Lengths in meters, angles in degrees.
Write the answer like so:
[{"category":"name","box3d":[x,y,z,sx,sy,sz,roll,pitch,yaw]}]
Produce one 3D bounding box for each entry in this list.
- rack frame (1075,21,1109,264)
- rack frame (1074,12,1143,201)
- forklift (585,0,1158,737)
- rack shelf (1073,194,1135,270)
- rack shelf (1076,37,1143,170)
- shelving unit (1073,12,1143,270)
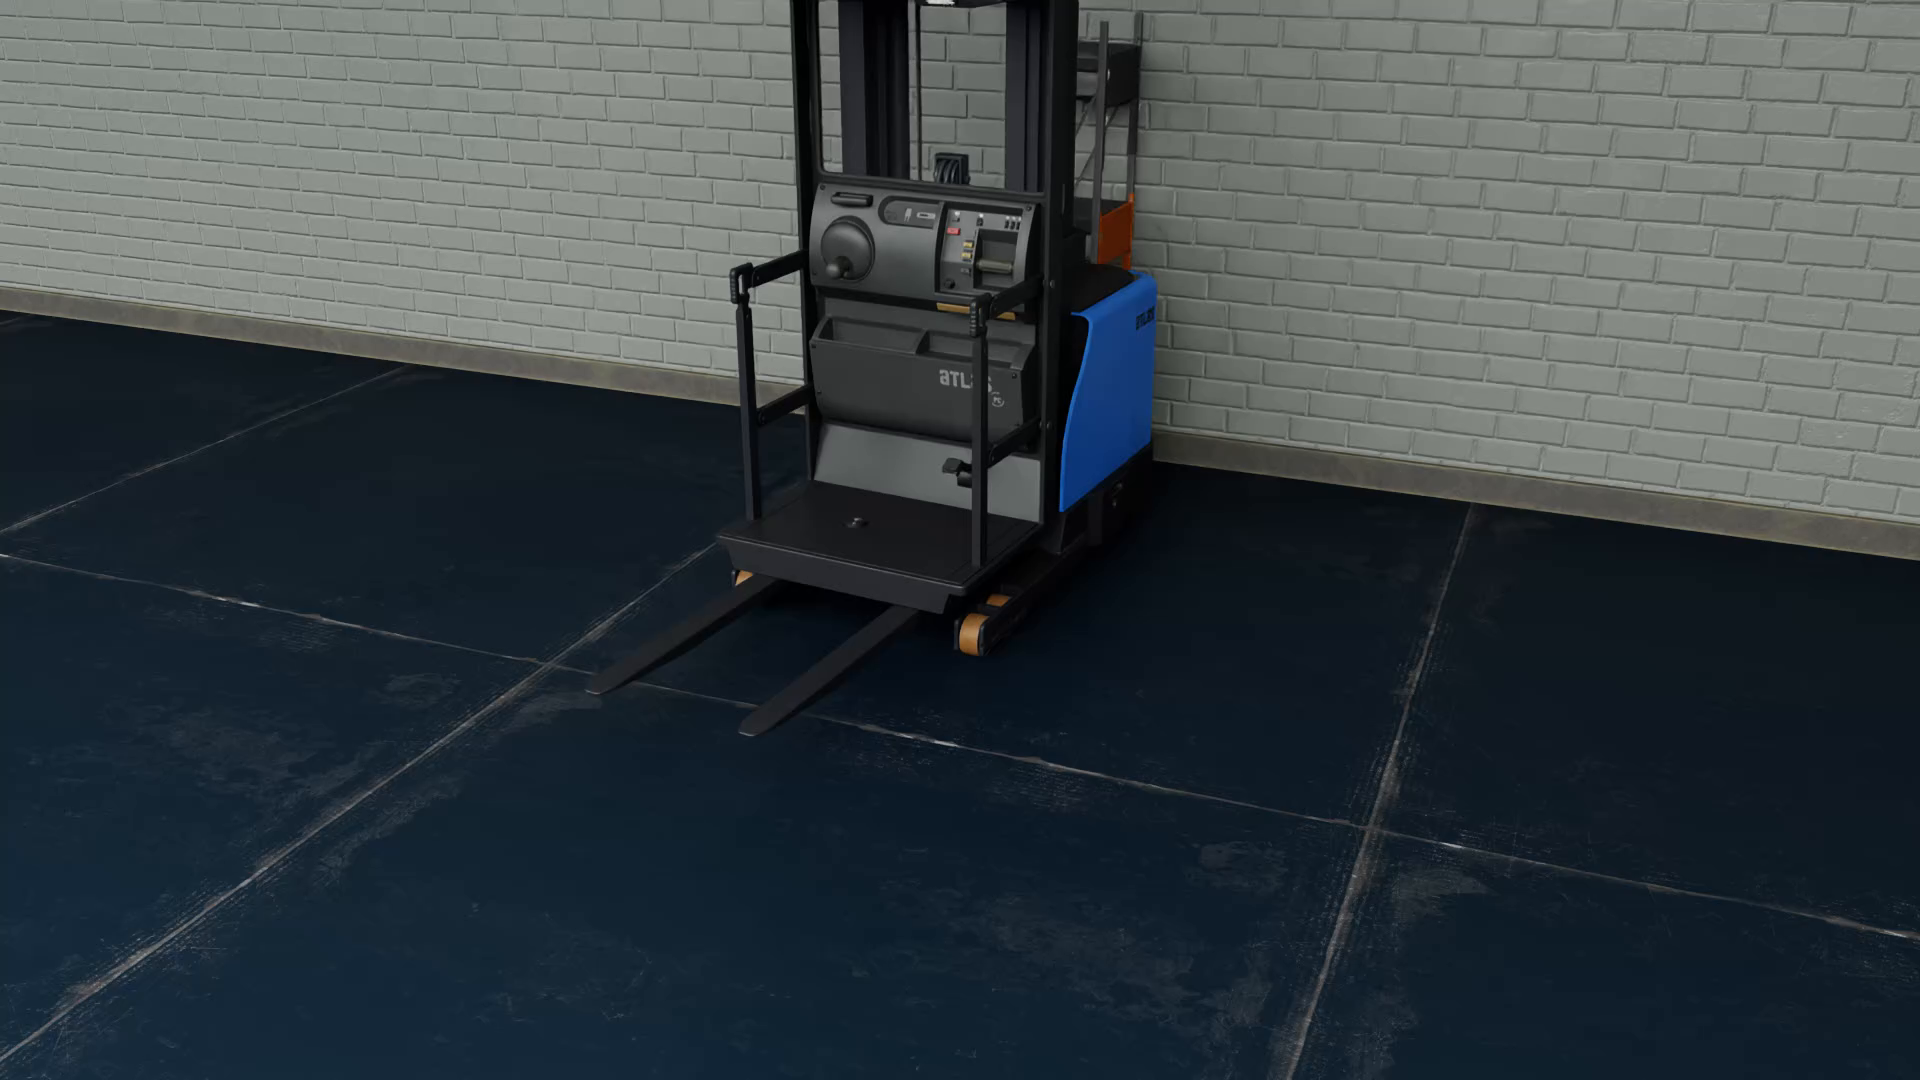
[{"category":"rack frame","box3d":[0.430,-1.250,7.491,0.400,2.100,0.015,10,24,21]},{"category":"rack frame","box3d":[0.621,-1.418,7.907,0.400,2.100,0.015,10,24,21]},{"category":"forklift","box3d":[-0.248,-1.110,6.105,1.130,2.935,3.031,11,25,25]},{"category":"rack shelf","box3d":[0.525,-1.322,7.704,0.431,0.518,0.480,10,24,21]},{"category":"rack shelf","box3d":[0.534,-1.969,7.439,0.431,0.518,0.480,10,24,21]},{"category":"shelving unit","box3d":[0.526,-1.334,7.699,0.431,2.100,0.503,10,24,21]}]
